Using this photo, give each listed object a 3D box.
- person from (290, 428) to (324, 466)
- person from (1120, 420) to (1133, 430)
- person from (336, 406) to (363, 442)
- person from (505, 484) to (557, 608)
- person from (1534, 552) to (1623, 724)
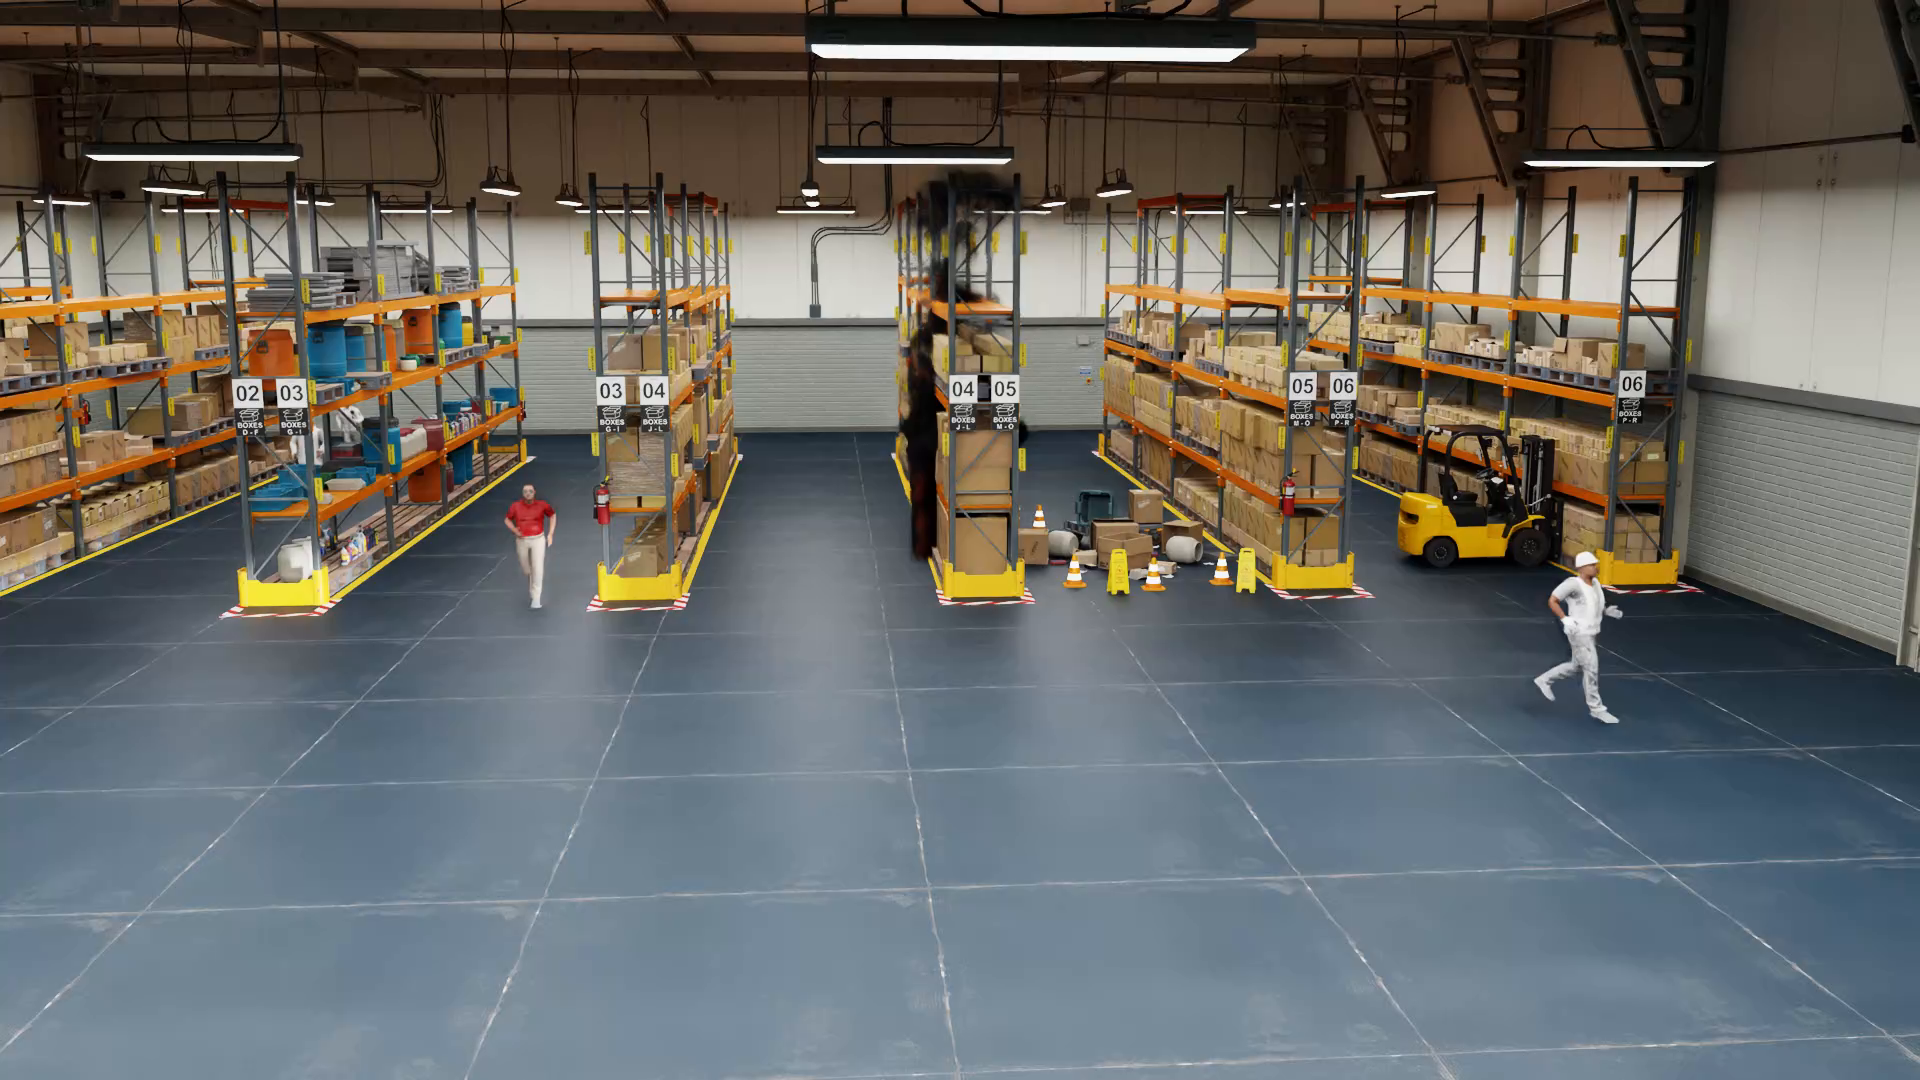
[{"bbox_3d":[-12.831,-1.599,32.825,0.713,1.733,0.637,-3,11,-18],"label":"person"},{"bbox_3d":[4.190,-3.134,41.413,0.811,1.789,0.646,5,11,25],"label":"person"},{"bbox_3d":[-13.740,-2.409,37.483,0.616,1.735,0.805,-2,10,-13],"label":"person"},{"bbox_3d":[-6.075,0.058,23.566,0.701,1.738,0.848,-1,10,-7],"label":"person"},{"bbox_3d":[6.647,1.009,17.821,0.987,1.791,0.676,9,14,42],"label":"person"}]
